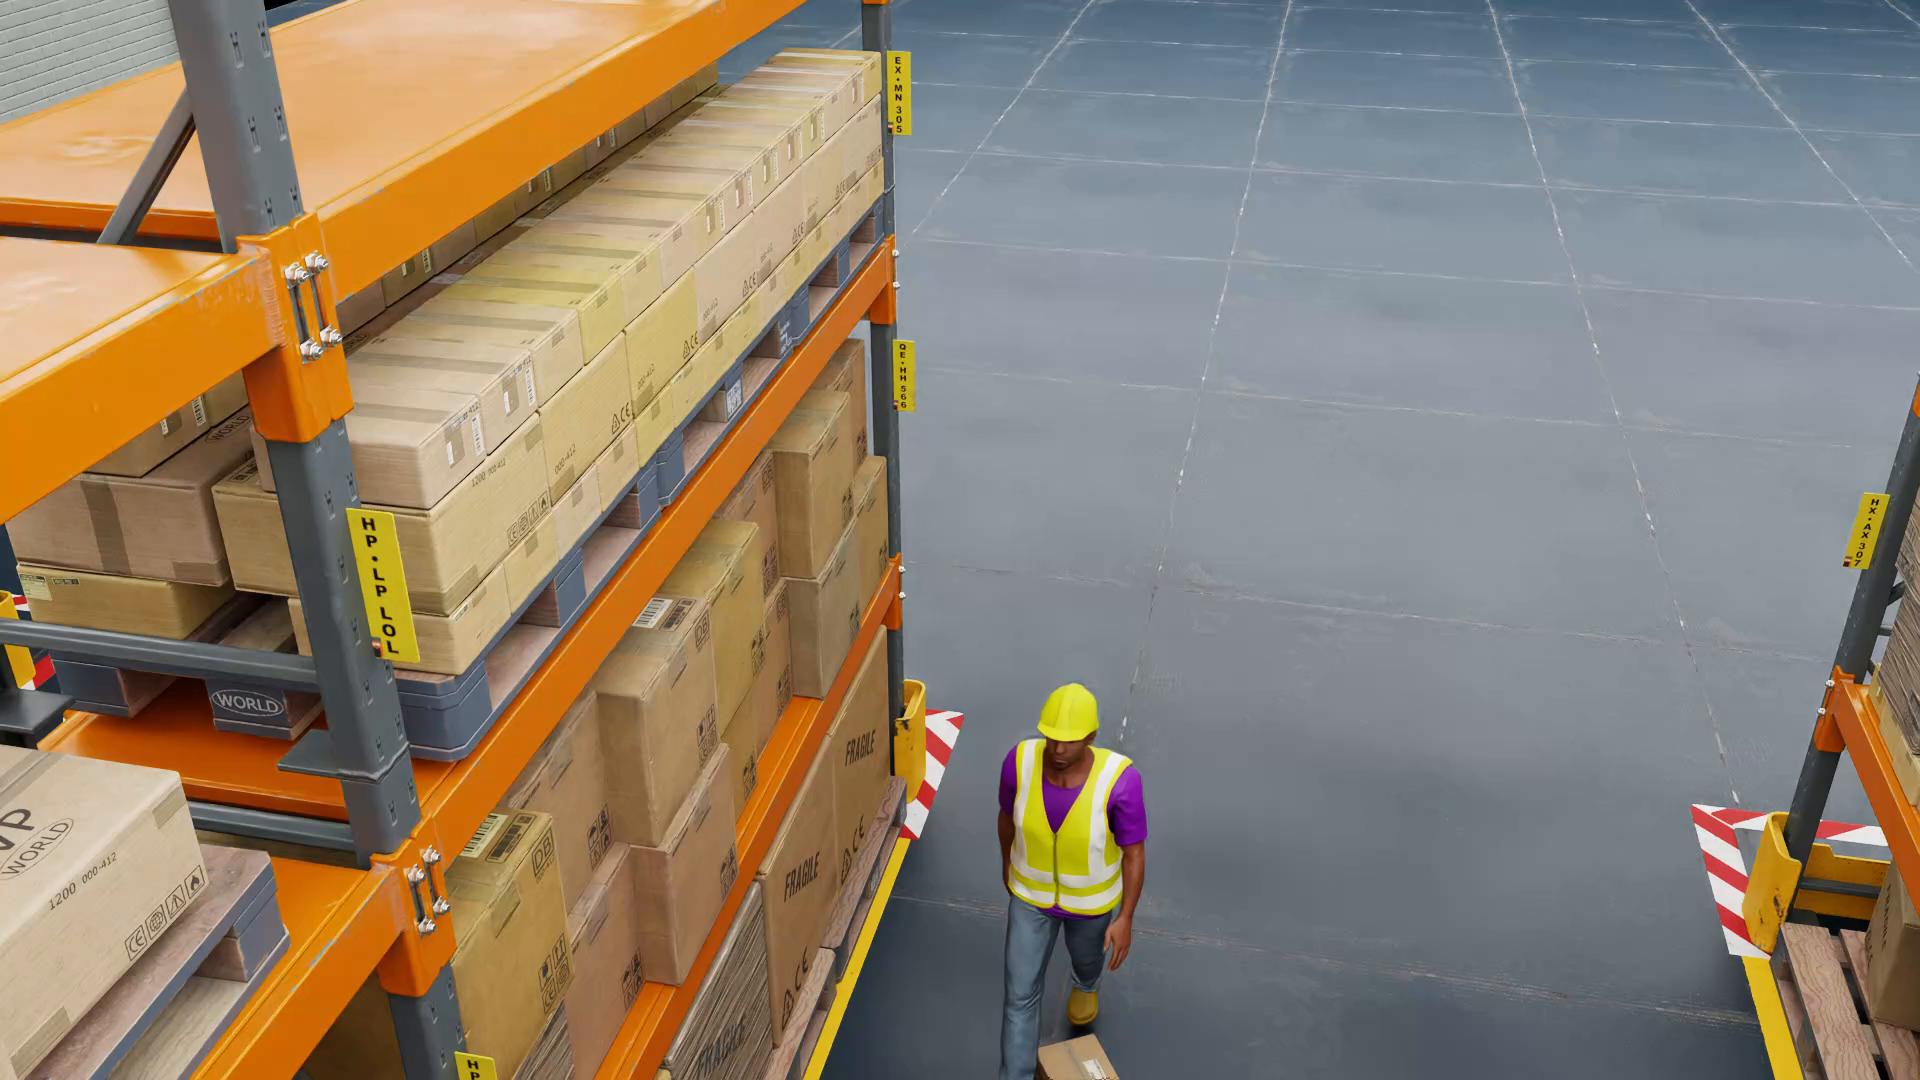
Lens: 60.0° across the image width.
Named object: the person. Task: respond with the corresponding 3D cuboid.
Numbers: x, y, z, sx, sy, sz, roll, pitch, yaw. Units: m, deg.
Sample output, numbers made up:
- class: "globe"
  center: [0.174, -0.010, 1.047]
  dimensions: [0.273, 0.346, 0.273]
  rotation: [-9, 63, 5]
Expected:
- class: "person"
  center: [0.378, 1.333, 6.143]
  dimensions: [0.583, 1.712, 1.046]
  rotation: [7, 29, 12]
